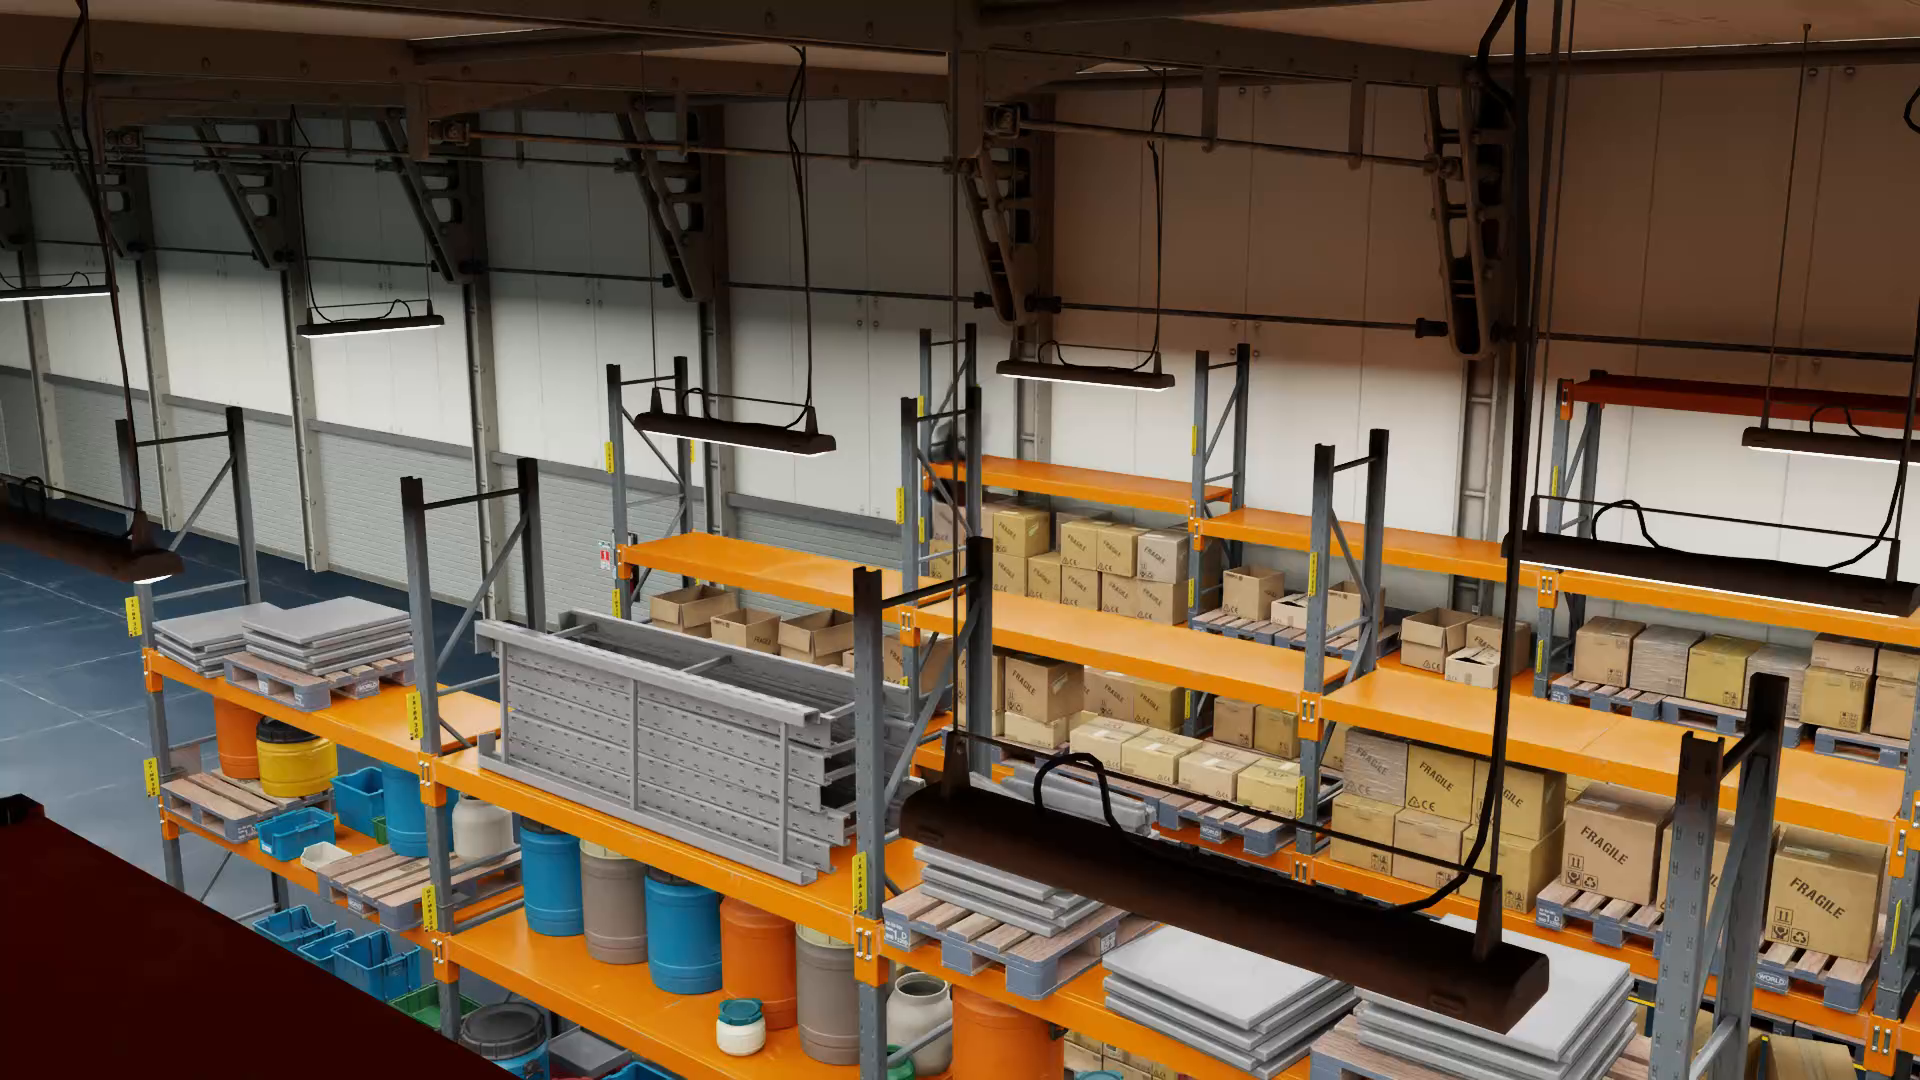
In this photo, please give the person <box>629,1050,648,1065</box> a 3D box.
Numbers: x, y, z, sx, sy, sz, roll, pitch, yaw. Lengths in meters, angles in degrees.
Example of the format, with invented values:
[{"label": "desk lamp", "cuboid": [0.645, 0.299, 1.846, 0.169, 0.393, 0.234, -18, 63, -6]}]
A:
[{"label": "person", "cuboid": [-3.040, 4.029, 14.493, 0.600, 1.737, 0.686, 6, 14, 25]}]
